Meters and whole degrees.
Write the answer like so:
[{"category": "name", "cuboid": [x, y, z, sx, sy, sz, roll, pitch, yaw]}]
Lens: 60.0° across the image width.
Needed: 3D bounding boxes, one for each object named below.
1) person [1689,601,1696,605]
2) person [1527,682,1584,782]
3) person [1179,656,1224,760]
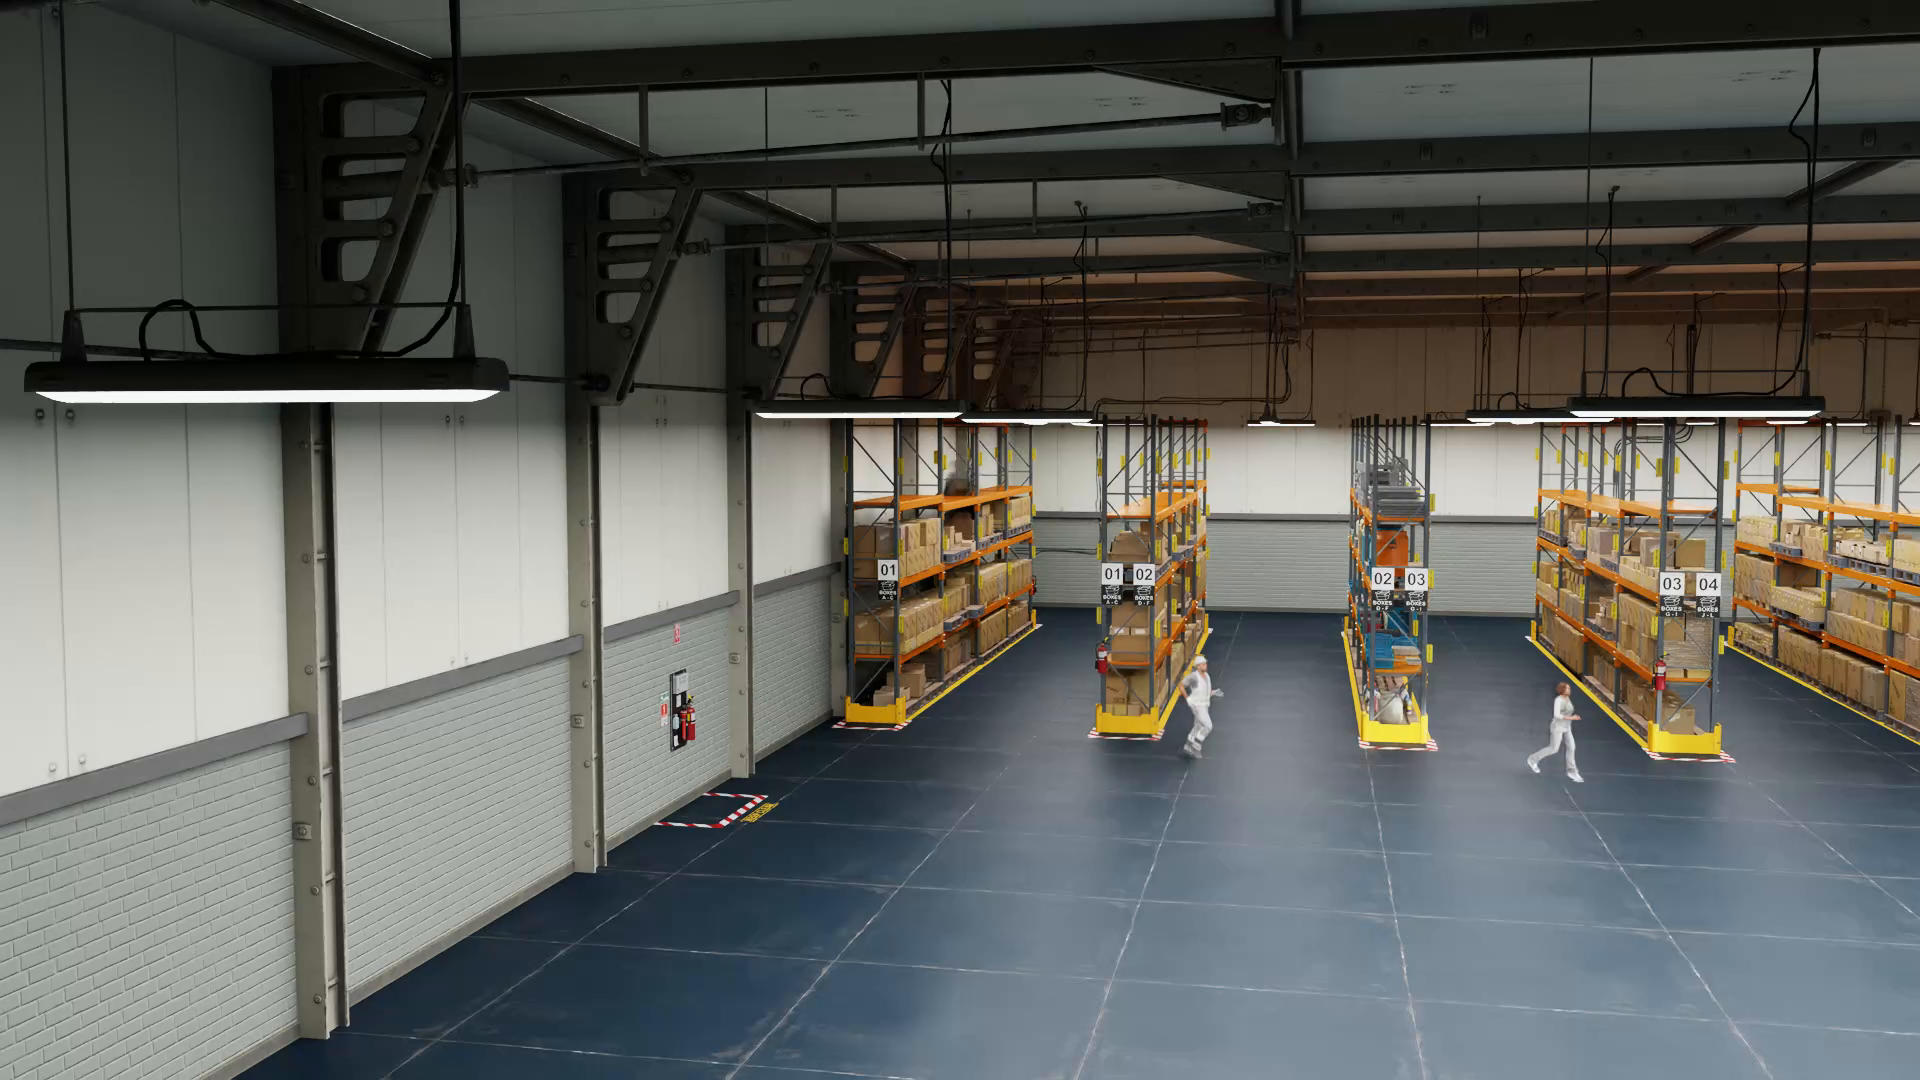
[{"category": "person", "cuboid": [18.907, 2.074, 42.831, 0.627, 1.674, 0.866, 1, 4, 15]}, {"category": "person", "cuboid": [9.772, 3.113, 27.197, 0.885, 1.610, 0.550, 3, 5, 42]}, {"category": "person", "cuboid": [4.186, 2.910, 28.859, 0.720, 1.788, 0.631, 3, 5, 39]}]
